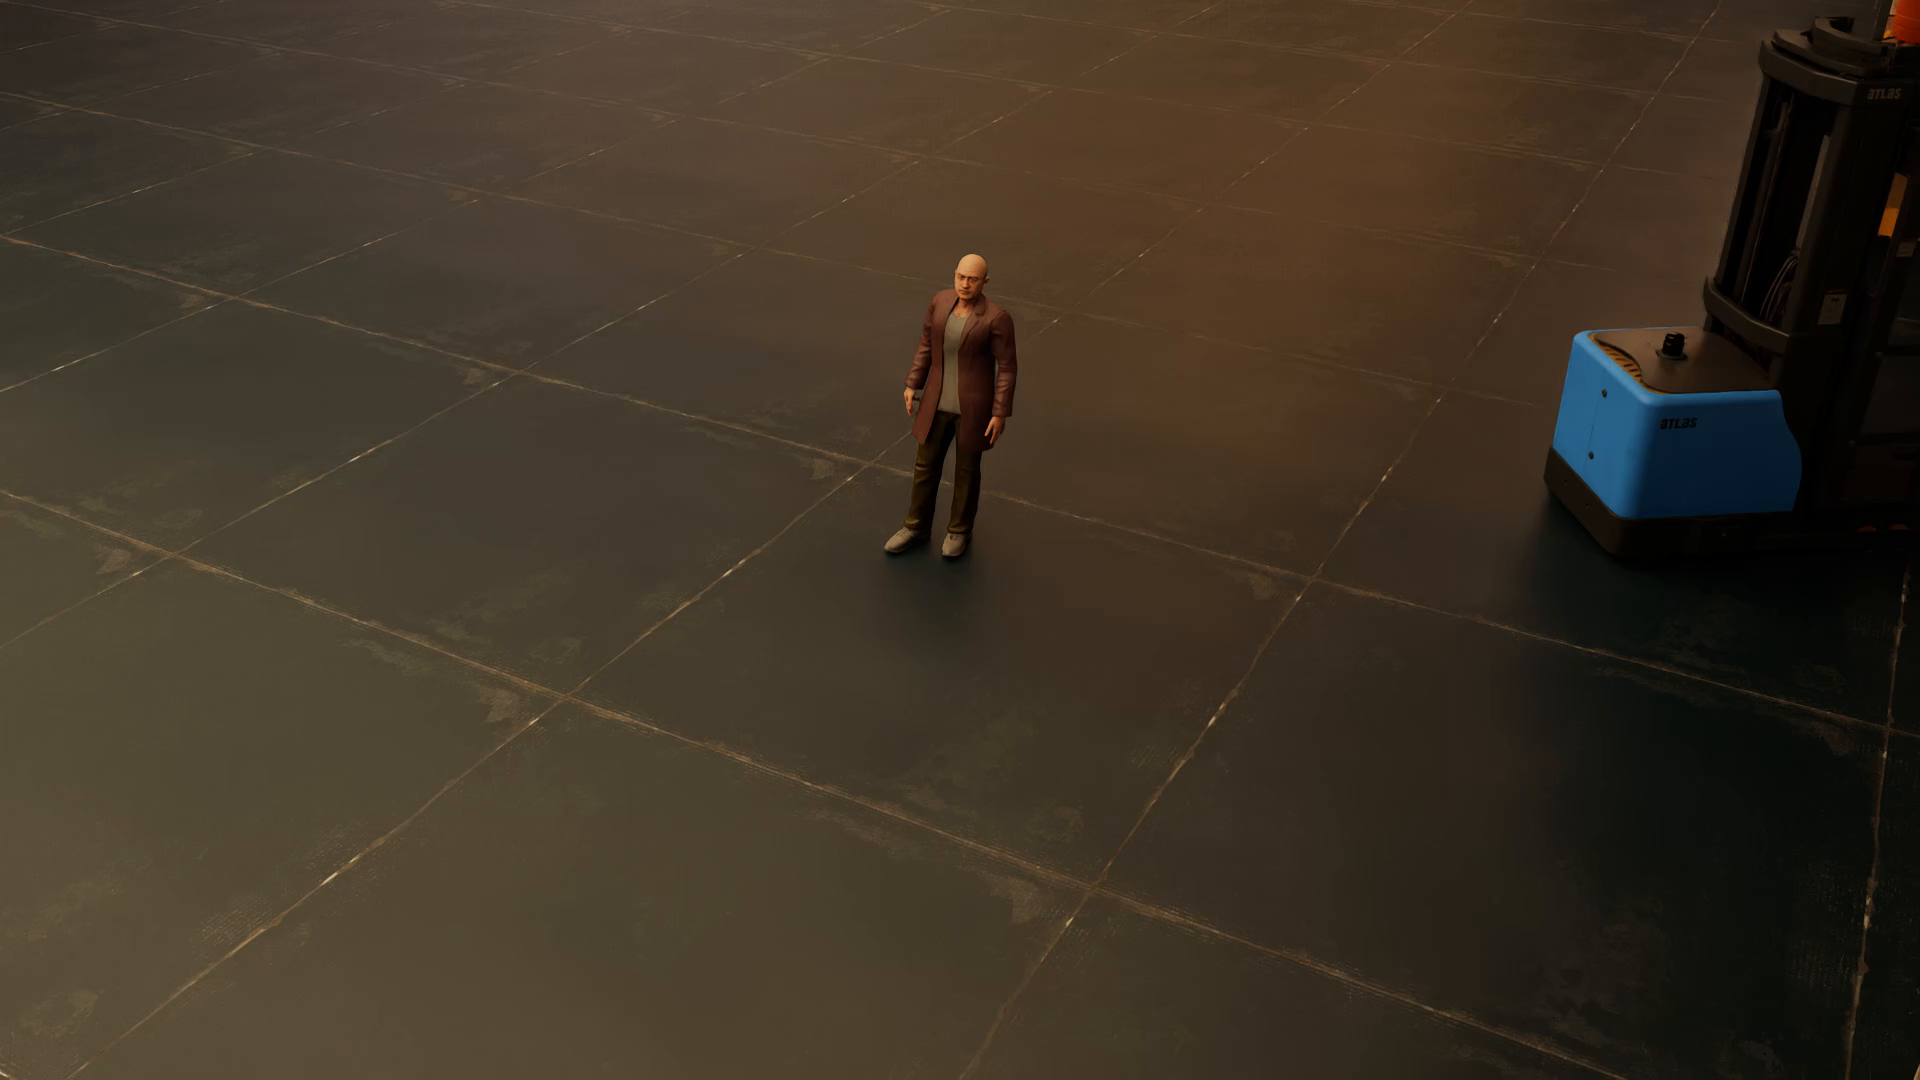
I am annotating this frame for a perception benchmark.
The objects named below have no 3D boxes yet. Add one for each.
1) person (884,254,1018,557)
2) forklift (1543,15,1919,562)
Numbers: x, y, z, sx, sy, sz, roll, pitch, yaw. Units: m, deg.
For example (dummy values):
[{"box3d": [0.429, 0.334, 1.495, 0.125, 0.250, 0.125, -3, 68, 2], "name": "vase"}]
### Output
[{"box3d": [-0.048, -0.738, 9.488, 0.696, 1.776, 0.582, 15, 33, 25], "name": "person"}, {"box3d": [5.241, -1.447, 9.578, 3.031, 2.935, 1.130, -3, 30, -5], "name": "forklift"}]
